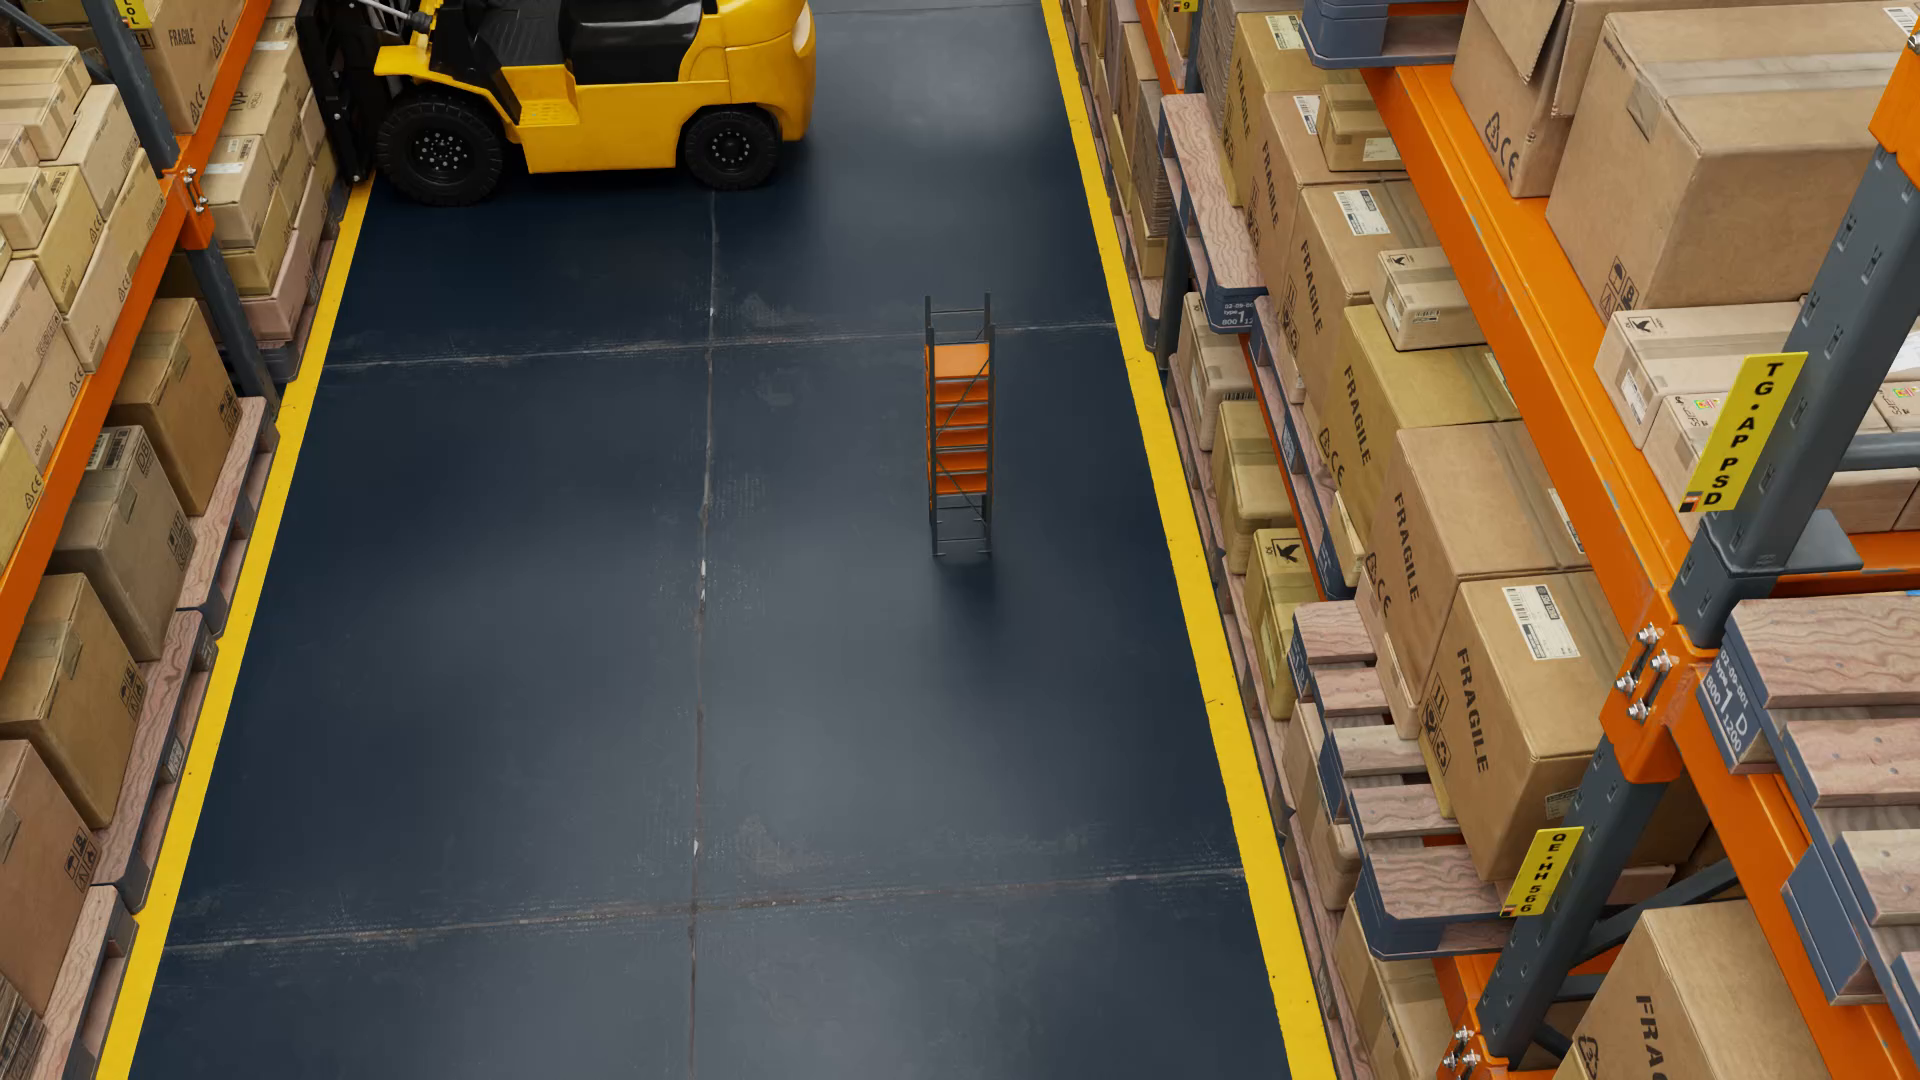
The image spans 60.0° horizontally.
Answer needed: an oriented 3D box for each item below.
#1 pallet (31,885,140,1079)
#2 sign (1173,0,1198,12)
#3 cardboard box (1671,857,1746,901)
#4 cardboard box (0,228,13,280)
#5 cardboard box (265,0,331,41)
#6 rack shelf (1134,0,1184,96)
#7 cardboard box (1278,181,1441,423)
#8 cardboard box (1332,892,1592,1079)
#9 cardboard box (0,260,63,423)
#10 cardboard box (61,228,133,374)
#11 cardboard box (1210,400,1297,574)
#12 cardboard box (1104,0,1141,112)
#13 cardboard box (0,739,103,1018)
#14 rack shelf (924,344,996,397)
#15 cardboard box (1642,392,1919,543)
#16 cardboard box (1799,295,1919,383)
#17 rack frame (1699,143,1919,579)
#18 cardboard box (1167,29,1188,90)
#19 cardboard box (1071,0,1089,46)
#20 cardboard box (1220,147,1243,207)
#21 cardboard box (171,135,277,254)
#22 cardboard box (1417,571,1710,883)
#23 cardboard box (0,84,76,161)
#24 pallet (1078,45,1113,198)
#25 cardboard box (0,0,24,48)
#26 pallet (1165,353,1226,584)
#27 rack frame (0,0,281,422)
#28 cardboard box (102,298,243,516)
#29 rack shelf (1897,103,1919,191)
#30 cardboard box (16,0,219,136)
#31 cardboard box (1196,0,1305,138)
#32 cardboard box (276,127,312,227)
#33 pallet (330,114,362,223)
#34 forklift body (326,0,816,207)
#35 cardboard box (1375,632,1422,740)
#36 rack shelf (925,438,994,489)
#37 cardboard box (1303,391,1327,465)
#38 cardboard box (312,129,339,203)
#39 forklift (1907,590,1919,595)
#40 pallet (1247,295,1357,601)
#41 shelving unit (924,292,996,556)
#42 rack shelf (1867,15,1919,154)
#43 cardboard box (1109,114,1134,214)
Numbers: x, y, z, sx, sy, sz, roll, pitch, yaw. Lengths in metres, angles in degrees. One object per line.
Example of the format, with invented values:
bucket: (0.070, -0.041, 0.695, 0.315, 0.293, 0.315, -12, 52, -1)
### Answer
pallet: (-3.236, 1.683, 5.147, 1.003, 0.211, 1.213, -3, 47, -3)
sign: (0.865, -2.135, 6.246, 0.100, 0.325, 0.005, -3, 47, -3)
cardboard box: (1.898, 0.714, 4.028, 0.380, 0.149, 0.250, -6, 47, -6)
cardboard box: (-3.170, -0.854, 5.114, 0.380, 0.149, 0.250, -4, 47, -4)
cardboard box: (-3.391, -2.593, 8.193, 0.500, 0.250, 0.500, -4, 47, -4)
rack shelf: (1.237, -3.076, 8.229, 1.077, 0.370, 4.000, -3, 47, -3)
cardboard box: (1.282, -0.708, 4.929, 0.500, 0.500, 0.500, -5, 47, -5)
cardboard box: (1.702, 1.368, 5.046, 0.950, 0.372, 0.625, -6, 47, -6)
cardboard box: (-3.158, -0.610, 5.157, 0.500, 0.250, 0.500, -3, 47, -3)
cardboard box: (-3.191, -0.808, 5.689, 0.500, 0.250, 0.500, -4, 47, -4)
cardboard box: (1.515, -0.218, 6.547, 0.950, 0.372, 0.625, -1, 47, -1)
cardboard box: (1.000, -2.481, 8.259, 0.500, 0.500, 0.500, -1, 47, -1)
cardboard box: (-3.308, 1.070, 5.153, 0.875, 0.625, 0.625, -2, 47, -2)
rack shelf: (-0.001, -0.640, 6.232, 0.258, 0.103, 0.180, -3, 47, -3)
cardboard box: (1.504, -0.142, 3.062, 0.380, 0.149, 0.250, -3, 47, -3)
cardboard box: (1.861, -0.390, 3.217, 0.396, 0.266, 0.258, -3, 47, -3)
rack frame: (1.739, -1.045, 1.678, 1.000, 3.000, 0.127, -3, 47, -3)
cardboard box: (1.074, -2.004, 6.891, 0.380, 0.149, 0.250, -4, 47, -4)
cardboard box: (0.897, -2.999, 9.265, 0.500, 0.250, 0.500, -2, 47, -2)
cardboard box: (1.148, -1.334, 5.967, 0.380, 0.149, 0.250, -3, 47, -2)
cardboard box: (-3.269, -1.483, 7.141, 0.500, 0.250, 0.500, -4, 47, -4)
cardboard box: (1.424, 0.425, 3.855, 0.500, 0.500, 0.500, -5, 47, -4)
cardboard box: (-3.252, -1.410, 5.640, 0.380, 0.149, 0.250, -4, 47, -4)
pallet: (1.208, -2.286, 8.906, 1.003, 0.211, 1.213, -3, 47, -3)
cardboard box: (-3.848, -1.915, 6.565, 0.500, 0.500, 0.500, -4, 47, -4)
pallet: (1.471, -0.354, 7.076, 1.003, 0.211, 1.213, -3, 47, -3)
rack frame: (-3.541, -1.572, 6.309, 1.000, 3.000, 0.127, -3, 47, -3)
cardboard box: (-3.486, -0.523, 6.662, 0.875, 0.625, 0.625, -2, 47, -2)
rack shelf: (1.907, 0.787, 0.714, 1.077, 0.370, 4.000, -3, 47, -3)
cardboard box: (-3.318, -1.943, 6.592, 0.500, 0.500, 0.500, -5, 47, -4)
cardboard box: (1.158, -1.800, 5.963, 0.500, 0.500, 0.500, -2, 47, -2)
cardboard box: (-3.318, -1.675, 7.668, 0.500, 0.250, 0.500, -4, 47, -4)
pallet: (-3.671, -2.075, 8.707, 1.003, 0.211, 1.213, -3, 47, -3)
forklift body: (-1.899, -2.913, 8.164, 2.313, 2.155, 1.214, -3, 47, -3)
cardboard box: (1.317, 0.368, 4.356, 0.380, 0.149, 0.250, -4, 47, -4)
rack shelf: (-0.001, -0.310, 6.580, 0.258, 0.103, 0.180, -3, 47, -3)
cardboard box: (1.269, -0.379, 5.063, 0.380, 0.149, 0.250, -5, 47, -5)
cardboard box: (-3.368, -1.878, 8.204, 0.500, 0.250, 0.500, -3, 47, -3)
forklift: (4.514, 0.103, 4.771, 3.031, 2.935, 1.130, -5, 47, -5)
pallet: (1.533, -0.346, 5.280, 1.003, 0.211, 1.213, -3, 47, -3)
shelving unit: (-0.001, -0.423, 6.461, 0.258, 1.200, 0.189, -3, 47, -3)
rack shelf: (1.572, -2.107, 3.455, 1.077, 0.370, 4.000, -3, 47, -3)
cardboard box: (1.033, -1.871, 8.197, 0.500, 0.250, 0.500, -5, 47, -4)
